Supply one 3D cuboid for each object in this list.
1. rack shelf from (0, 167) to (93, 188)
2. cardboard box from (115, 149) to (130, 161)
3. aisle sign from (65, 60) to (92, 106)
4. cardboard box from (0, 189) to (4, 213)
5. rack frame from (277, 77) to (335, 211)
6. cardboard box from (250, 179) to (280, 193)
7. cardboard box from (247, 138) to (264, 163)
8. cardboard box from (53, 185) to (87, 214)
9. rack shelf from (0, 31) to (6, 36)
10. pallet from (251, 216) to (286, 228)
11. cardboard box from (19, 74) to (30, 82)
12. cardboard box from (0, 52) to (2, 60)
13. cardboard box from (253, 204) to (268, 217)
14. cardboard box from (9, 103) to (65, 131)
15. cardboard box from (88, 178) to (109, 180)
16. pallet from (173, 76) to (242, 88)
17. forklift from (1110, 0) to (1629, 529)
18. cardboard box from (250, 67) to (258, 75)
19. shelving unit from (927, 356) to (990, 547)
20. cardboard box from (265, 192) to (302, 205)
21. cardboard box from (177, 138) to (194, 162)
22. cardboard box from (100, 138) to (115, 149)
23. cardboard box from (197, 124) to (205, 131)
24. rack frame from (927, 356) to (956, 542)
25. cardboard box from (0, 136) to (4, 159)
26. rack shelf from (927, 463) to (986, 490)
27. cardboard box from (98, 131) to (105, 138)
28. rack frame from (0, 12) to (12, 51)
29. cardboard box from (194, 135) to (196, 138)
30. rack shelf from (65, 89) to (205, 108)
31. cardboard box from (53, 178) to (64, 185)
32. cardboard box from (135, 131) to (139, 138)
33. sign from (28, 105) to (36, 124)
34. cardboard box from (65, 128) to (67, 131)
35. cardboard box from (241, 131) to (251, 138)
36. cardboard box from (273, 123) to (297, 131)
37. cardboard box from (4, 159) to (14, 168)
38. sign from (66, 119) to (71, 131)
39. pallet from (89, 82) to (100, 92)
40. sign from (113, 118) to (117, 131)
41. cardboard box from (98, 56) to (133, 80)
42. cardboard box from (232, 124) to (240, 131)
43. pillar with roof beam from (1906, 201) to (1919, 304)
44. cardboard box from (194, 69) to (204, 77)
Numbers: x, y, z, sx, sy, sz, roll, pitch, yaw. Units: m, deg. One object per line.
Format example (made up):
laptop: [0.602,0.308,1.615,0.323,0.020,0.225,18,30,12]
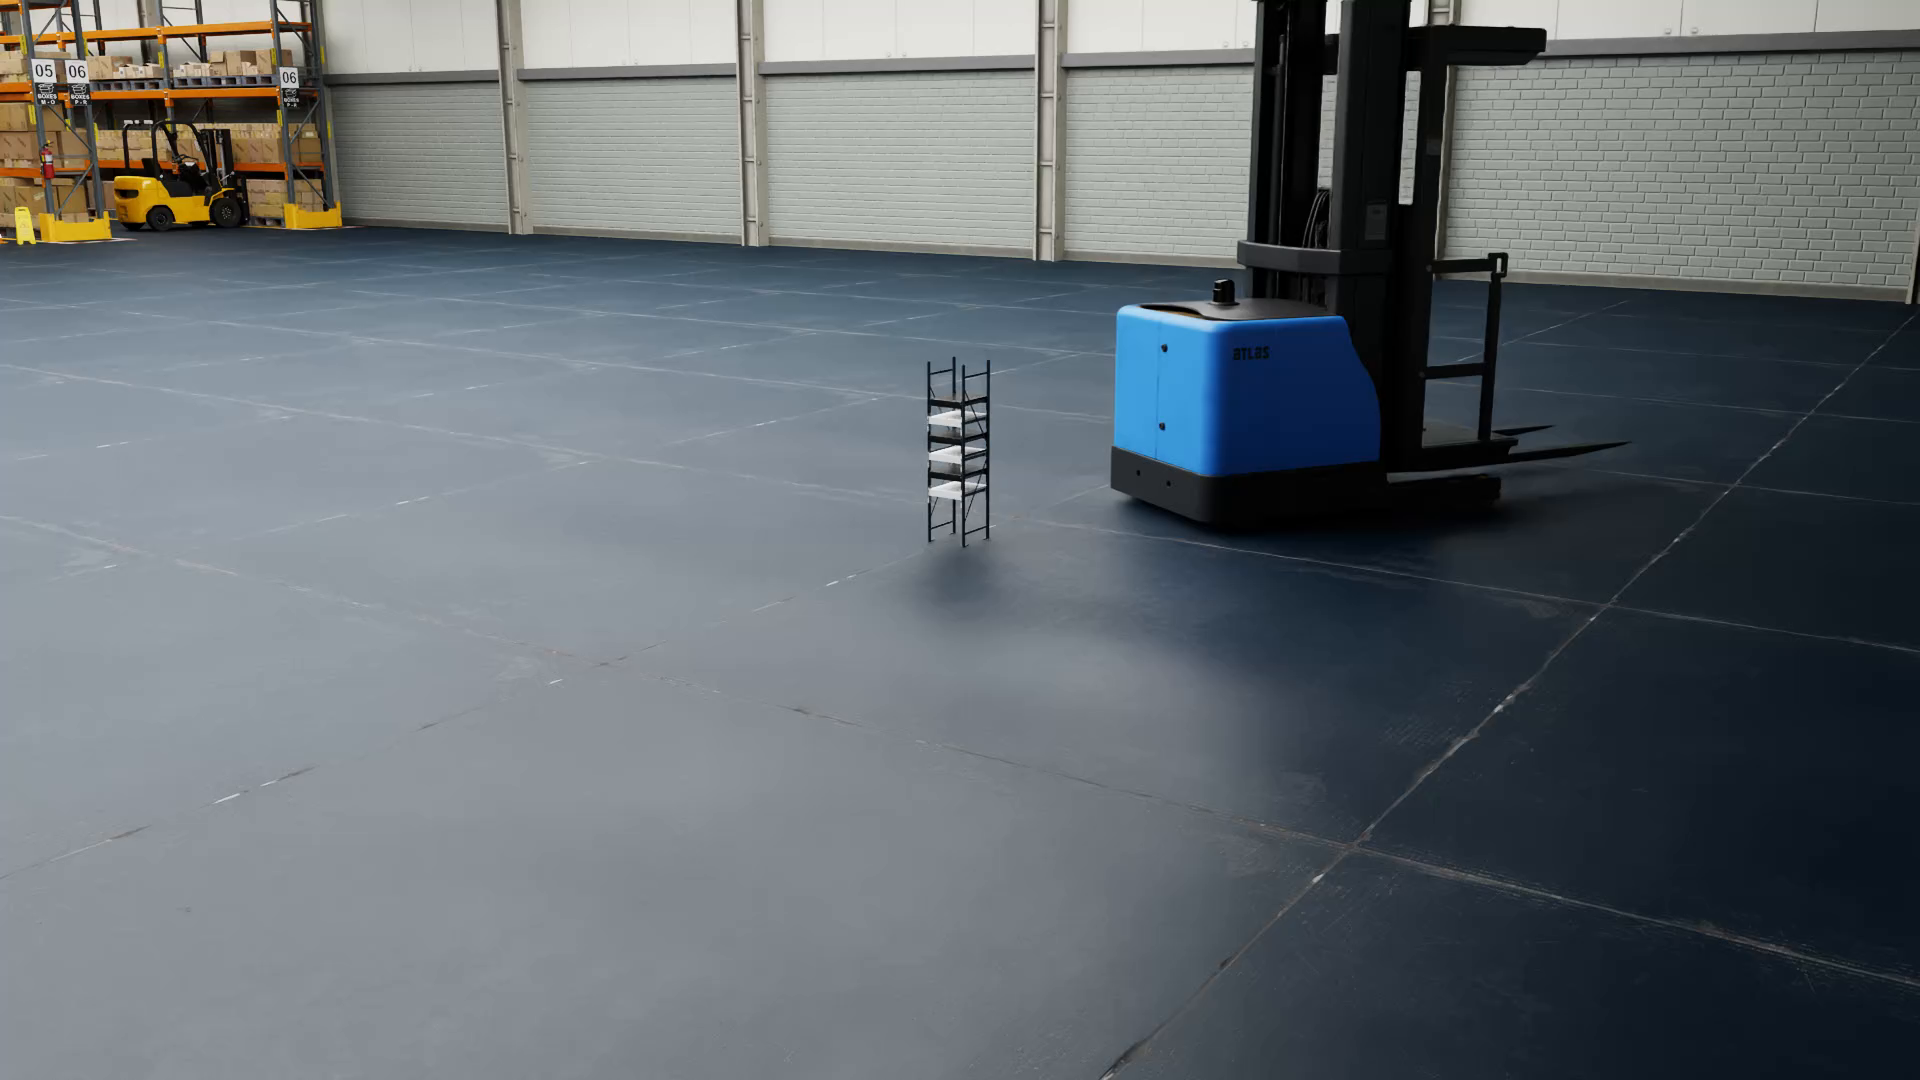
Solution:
rack shelf: [-17.902,-6.908,31.482,4.000,0.370,1.077,9,17,33]
cardboard box: [-18.606,-8.665,37.395,0.500,0.250,0.500,10,17,35]
aisle sign: [-16.018,-8.304,30.216,0.004,0.787,0.394,9,17,33]
cardboard box: [-17.903,-6.415,31.285,0.500,0.500,0.500,9,16,32]
rack frame: [-13.475,-7.979,34.312,0.127,3.000,1.000,9,17,33]
cardboard box: [-14.458,-7.400,34.742,0.500,0.250,0.500,10,17,34]
cardboard box: [-14.455,-8.112,34.644,0.500,0.500,0.500,10,17,35]
cardboard box: [-16.777,-6.388,31.174,0.500,0.500,0.500,9,16,31]
rack shelf: [-25.092,-12.418,41.262,4.000,0.370,1.077,9,17,33]
pallet: [-14.133,-6.719,35.028,1.213,0.211,1.003,9,17,33]
cardboard box: [-16.695,-8.315,29.950,0.250,0.149,0.380,9,17,33]
cardboard box: [-17.284,-8.813,30.304,0.250,0.149,0.380,9,17,33]
cardboard box: [-14.449,-6.916,34.869,0.500,0.250,0.500,9,17,33]
cardboard box: [-16.788,-7.692,30.245,0.500,0.500,0.700,9,16,31]
cardboard box: [-20.372,-8.489,39.352,0.250,0.149,0.380,10,17,36]
pallet: [-16.072,-9.819,35.688,1.213,0.211,1.003,9,17,33]
forklift: [2.391,-1.696,9.074,3.031,2.935,1.130,-6,15,-24]
cardboard box: [-14.332,-9.616,34.124,0.250,0.149,0.380,9,16,31]
shelving unit: [-0.007,-0.438,8.219,0.210,0.900,0.258,9,17,33]
cardboard box: [-14.054,-7.093,34.544,0.500,0.250,0.500,9,16,32]
cardboard box: [-16.572,-8.452,36.016,0.500,0.500,0.500,9,16,31]
cardboard box: [-19.043,-8.972,37.597,0.500,0.250,0.500,9,16,31]
cardboard box: [-16.055,-8.817,35.520,0.250,0.149,0.380,10,17,34]
rack frame: [-0.091,-0.452,8.275,0.006,0.900,0.240,9,17,33]
cardboard box: [-17.673,-7.335,30.885,0.500,0.500,0.500,9,17,33]
rack shelf: [-0.007,-0.318,8.249,0.200,0.077,0.258,9,17,33]
cardboard box: [-19.340,-9.216,37.753,0.250,0.149,0.380,9,17,33]
rack frame: [-23.433,-12.500,40.092,0.127,3.000,1.000,9,17,33]
cardboard box: [-16.229,-8.720,35.747,0.250,0.149,0.380,9,17,33]
rack shelf: [-18.454,-9.890,37.289,4.000,0.370,1.077,9,17,33]
cardboard box: [-21.102,-8.447,39.183,0.250,0.149,0.380,9,16,31]
cardboard box: [-18.074,-9.011,36.924,0.250,0.149,0.380,9,16,31]
sign: [-16.569,-7.596,29.699,0.005,0.325,0.100,9,17,33]
cardboard box: [-21.571,-9.488,39.319,0.637,0.503,0.797,9,16,32]
cardboard box: [-14.776,-8.470,34.739,0.250,0.149,0.380,9,16,31]
cardboard box: [-13.890,-8.493,34.211,0.250,0.149,0.380,9,17,33]
cardboard box: [-17.376,-6.953,30.692,0.250,0.149,0.380,10,17,34]
sign: [-20.408,-9.466,38.074,0.005,0.325,0.100,9,17,33]
pallet: [-19.500,-10.343,38.013,1.003,0.211,1.213,10,17,35]
sign: [-19.806,-9.725,38.956,0.005,0.325,0.100,9,17,33]
cardboard box: [-18.804,-10.526,37.071,0.500,0.500,0.500,10,17,34]
cardboard box: [-15.005,-8.644,34.821,0.250,0.149,0.380,10,17,34]
pillar with roof beam: [8.941,-6.282,14.974,0.400,9.000,9.100,9,17,33]
cardboard box: [-15.954,-9.878,35.182,0.250,0.149,0.380,10,17,34]
